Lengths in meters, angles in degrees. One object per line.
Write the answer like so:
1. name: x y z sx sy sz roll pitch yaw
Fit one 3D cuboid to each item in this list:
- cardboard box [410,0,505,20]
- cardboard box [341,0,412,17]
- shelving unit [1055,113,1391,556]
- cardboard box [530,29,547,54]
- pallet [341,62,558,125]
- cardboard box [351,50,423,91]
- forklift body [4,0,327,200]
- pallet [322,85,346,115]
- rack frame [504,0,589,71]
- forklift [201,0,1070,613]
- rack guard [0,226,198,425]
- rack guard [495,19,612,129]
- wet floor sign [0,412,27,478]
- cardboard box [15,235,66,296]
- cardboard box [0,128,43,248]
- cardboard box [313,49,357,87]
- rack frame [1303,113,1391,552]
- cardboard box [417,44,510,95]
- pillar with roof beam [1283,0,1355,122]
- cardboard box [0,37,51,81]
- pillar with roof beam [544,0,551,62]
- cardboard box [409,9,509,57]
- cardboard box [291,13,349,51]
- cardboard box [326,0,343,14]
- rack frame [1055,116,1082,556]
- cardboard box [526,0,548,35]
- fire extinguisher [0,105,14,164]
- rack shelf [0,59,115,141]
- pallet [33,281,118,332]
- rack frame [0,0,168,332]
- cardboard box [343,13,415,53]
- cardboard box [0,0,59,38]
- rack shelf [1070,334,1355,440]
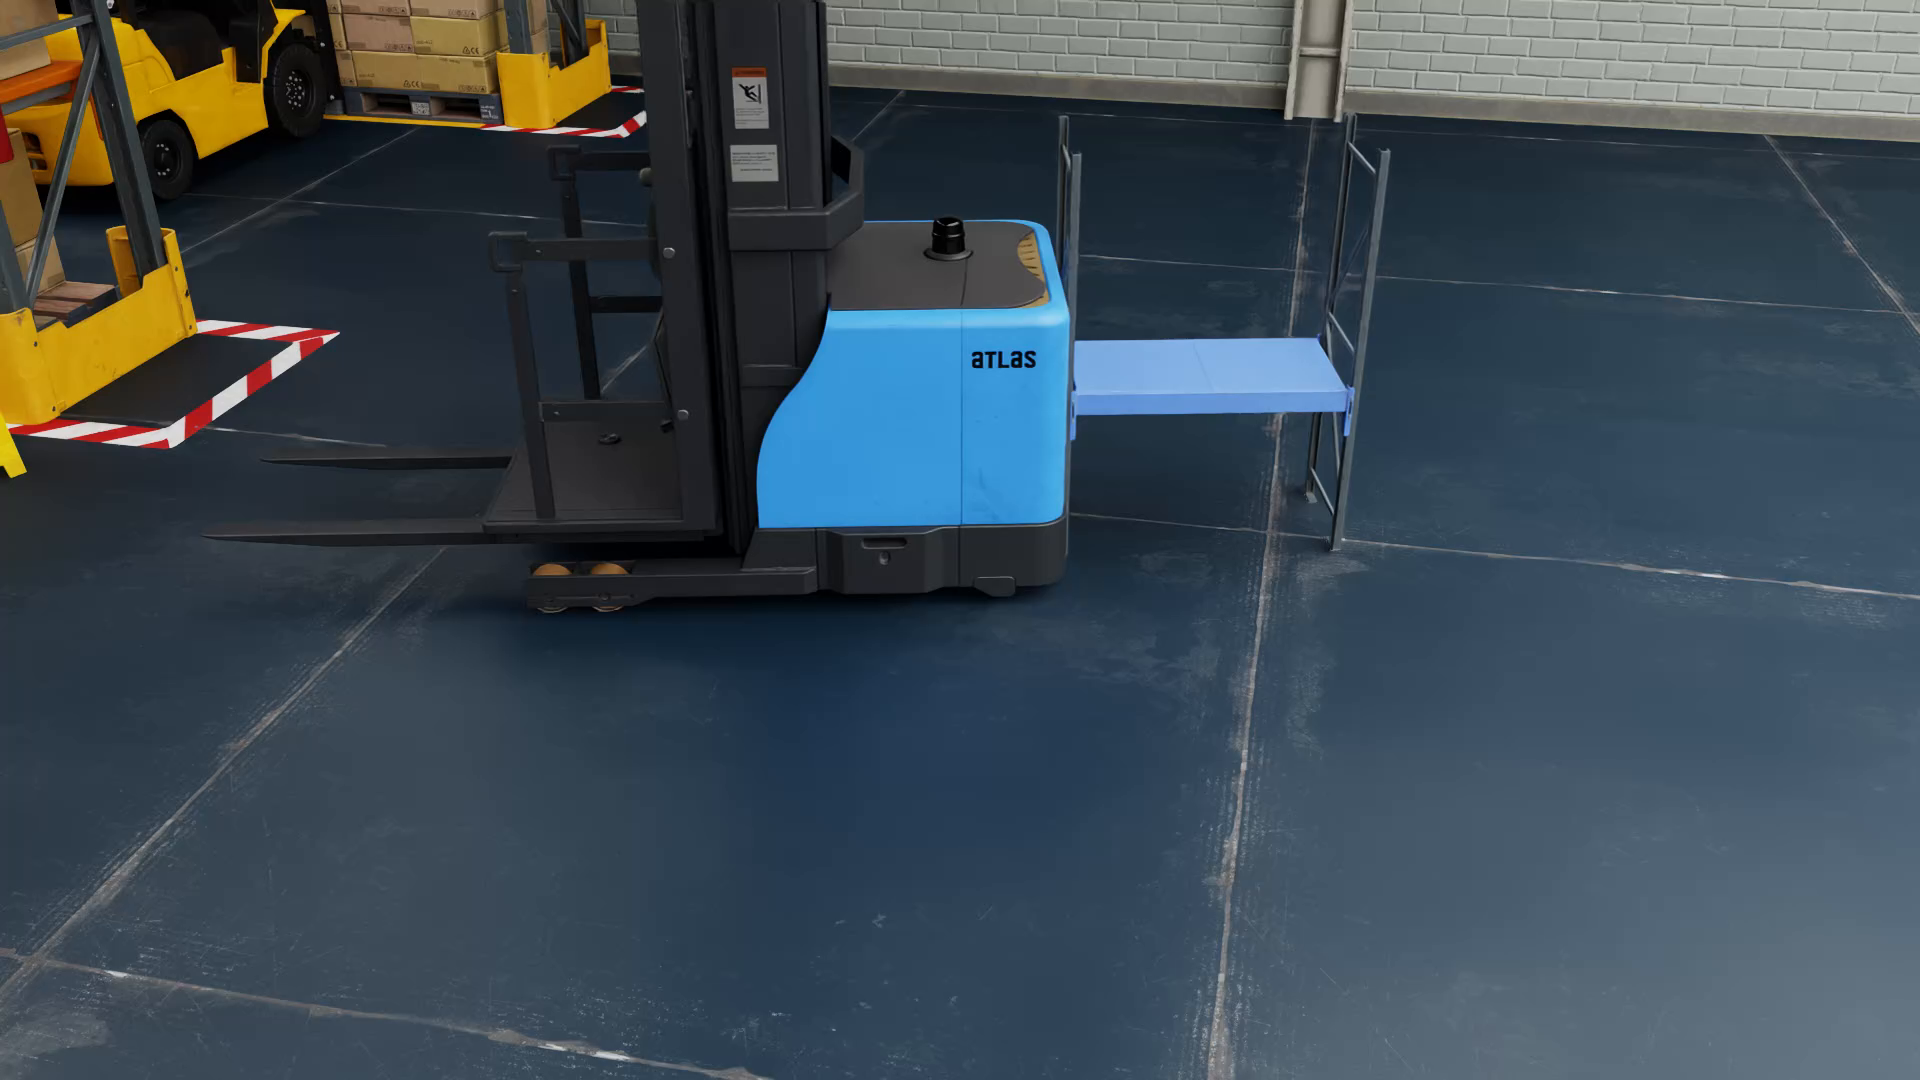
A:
1. cardboard box: -3.402 -3.735 11.333 0.500 0.250 0.500 7 29 12
2. cardboard box: -3.903 -3.783 11.422 0.500 0.250 0.500 6 29 11
3. shelving unit: 0.881 -0.725 6.013 1.048 1.500 0.538 -1 29 -2
4. cardboard box: -3.326 -3.538 12.014 0.500 0.250 0.500 6 29 11
5. pallet: -3.643 -3.252 11.971 1.213 0.211 1.003 6 29 11
6. cardboard box: -3.896 -3.350 11.671 0.500 0.250 0.500 6 29 11
7. forklift body: -5.122 -3.380 10.183 1.214 2.155 2.313 6 29 11
8. pallet: -4.833 -3.376 12.196 1.213 0.211 1.003 6 29 11
9. rack frame: -2.887 -4.418 11.197 0.127 3.000 1.000 6 29 11
10. forklift: -1.156 -1.291 5.556 3.031 2.935 1.130 -1 29 -2
11. rack guard: -3.994 -0.998 7.553 0.348 0.500 1.175 6 29 11
12. rack guard: -2.863 -3.320 11.793 0.348 0.500 1.175 6 29 11
13. wet floor sign: -3.957 -0.533 6.551 0.232 0.644 0.267 17 33 28
14. cardboard box: -4.651 -1.276 7.883 0.500 0.250 0.500 6 29 10
15. cardboard box: -4.674 -1.607 7.707 0.500 0.500 0.500 5 29 9
16. cardboard box: -4.384 -3.404 11.770 0.500 0.250 0.500 6 29 11
17. rack frame: 1.389 -0.733 6.028 0.032 1.500 0.500 -1 29 -2
18. cardboard box: -3.412 -3.295 11.571 0.500 0.250 0.500 6 29 11
19. pillar with roof beam: 1.589 -4.920 5.865 0.400 9.000 9.100 6 29 11
20. cardboard box: -4.208 -2.108 7.239 0.250 0.149 0.380 6 29 11
21. pillar with roof beam: -4.278 -5.521 6.964 0.400 9.000 9.100 6 29 11
22. cardboard box: -3.428 -3.518 11.457 0.500 0.250 0.500 5 29 10
23. cardboard box: -4.425 -3.615 11.635 0.500 0.250 0.500 5 29 9
24. cardboard box: -4.398 -3.829 11.506 0.500 0.250 0.500 6 29 11
25. rack frame: 0.372 -0.717 5.998 0.032 1.500 0.500 -1 29 -2
26. cardboard box: -3.303 -3.761 11.901 0.500 0.250 0.500 6 29 11
27. fire extinguisher: -3.904 -1.825 6.541 0.183 0.674 0.296 6 29 11
28. rack shelf: -5.875 -1.972 7.477 4.000 0.370 1.077 6 29 11
29. pallet: -4.781 -0.970 7.801 1.213 0.211 1.003 6 29 11
30. rack frame: -3.919 -2.087 6.938 0.127 3.000 1.000 6 29 11
31. cardboard box: -3.916 -3.573 11.558 0.500 0.250 0.500 6 29 10
32. cardboard box: -4.325 -2.439 7.168 0.500 0.500 0.500 5 29 10
33. rack shelf: 0.881 -0.568 6.099 1.000 0.185 0.538 -1 29 -2
